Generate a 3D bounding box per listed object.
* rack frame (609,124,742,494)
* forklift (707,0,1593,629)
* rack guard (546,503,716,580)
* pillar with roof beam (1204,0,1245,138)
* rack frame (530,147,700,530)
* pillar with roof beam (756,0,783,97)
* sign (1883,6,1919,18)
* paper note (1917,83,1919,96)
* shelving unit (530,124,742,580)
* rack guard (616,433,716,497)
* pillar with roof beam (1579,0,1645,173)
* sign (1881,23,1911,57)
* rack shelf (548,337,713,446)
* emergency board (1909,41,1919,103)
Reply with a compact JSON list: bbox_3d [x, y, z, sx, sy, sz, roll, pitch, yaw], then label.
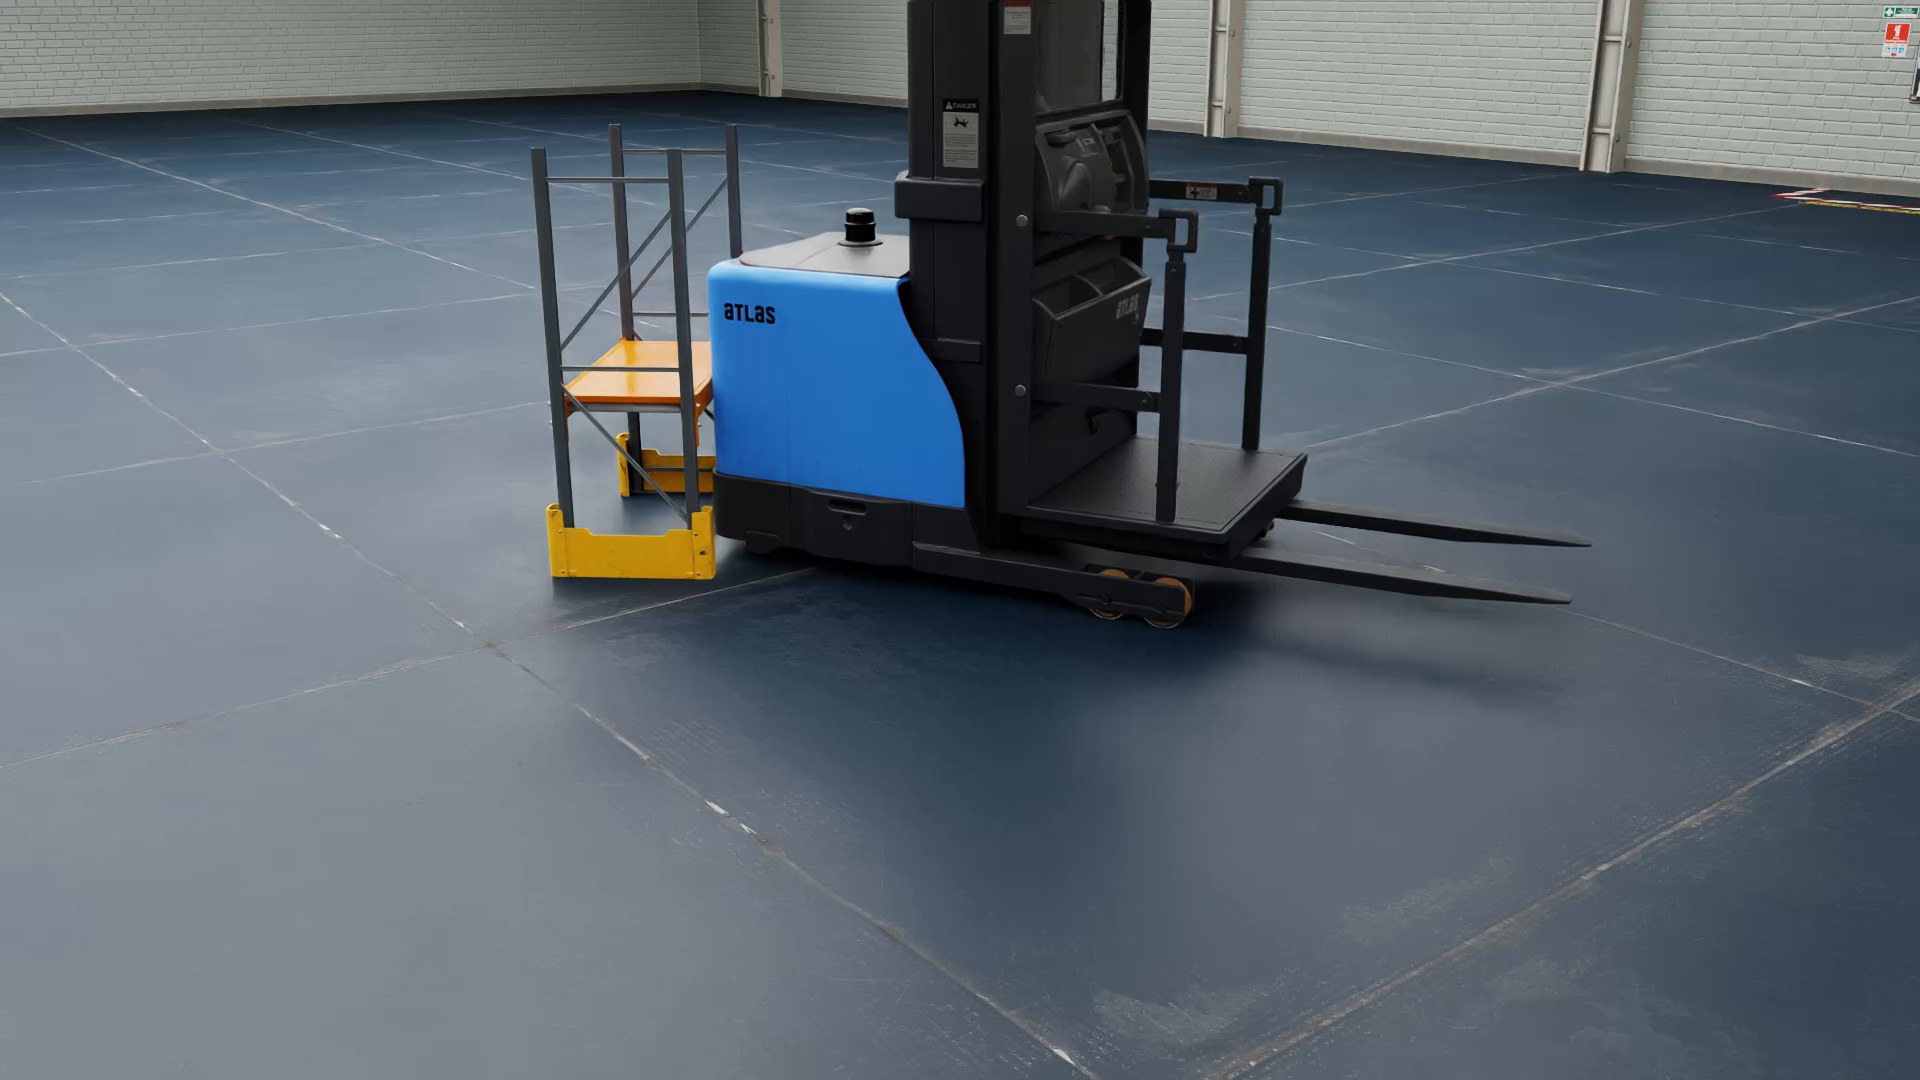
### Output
[{"bbox_3d":[-1.119,-0.907,6.716,0.500,1.500,0.032,1,18,3],"label":"rack frame"},{"bbox_3d":[0.640,-1.288,5.590,3.031,2.935,1.130,8,20,24],"label":"forklift"},{"bbox_3d":[-1.175,0.005,5.950,0.587,0.250,0.087,1,18,3],"label":"rack guard"},{"bbox_3d":[0.360,-9.206,19.850,9.100,9.000,0.400,-14,23,-36],"label":"pillar with roof beam"},{"bbox_3d":[-1.175,-0.588,5.752,0.500,1.500,0.032,1,18,3],"label":"rack frame"},{"bbox_3d":[-7.091,-12.163,28.780,9.100,9.000,0.400,-14,23,-36],"label":"pillar with roof beam"},{"bbox_3d":[9.414,-5.280,16.637,0.001,0.109,0.331,-14,23,-36],"label":"sign"},{"bbox_3d":[9.625,-4.497,16.573,0.016,0.148,0.142,-14,23,-36],"label":"paper note"},{"bbox_3d":[-1.148,-0.745,6.225,0.587,1.500,1.083,1,18,3],"label":"shelving unit"},{"bbox_3d":[-1.121,-0.308,6.894,0.587,0.250,0.087,1,18,3],"label":"rack guard"},{"bbox_3d":[4.085,-7.728,15.385,9.100,9.000,0.400,-14,23,-36],"label":"pillar with roof beam"},{"bbox_3d":[9.418,-5.031,16.729,0.001,0.329,0.234,-14,23,-36],"label":"sign"},{"bbox_3d":[-1.147,-0.577,6.290,0.538,0.185,1.000,1,18,3],"label":"rack shelf"},{"bbox_3d":[9.690,-4.864,16.279,0.157,1.169,0.626,-14,23,-36],"label":"emergency board"}]
